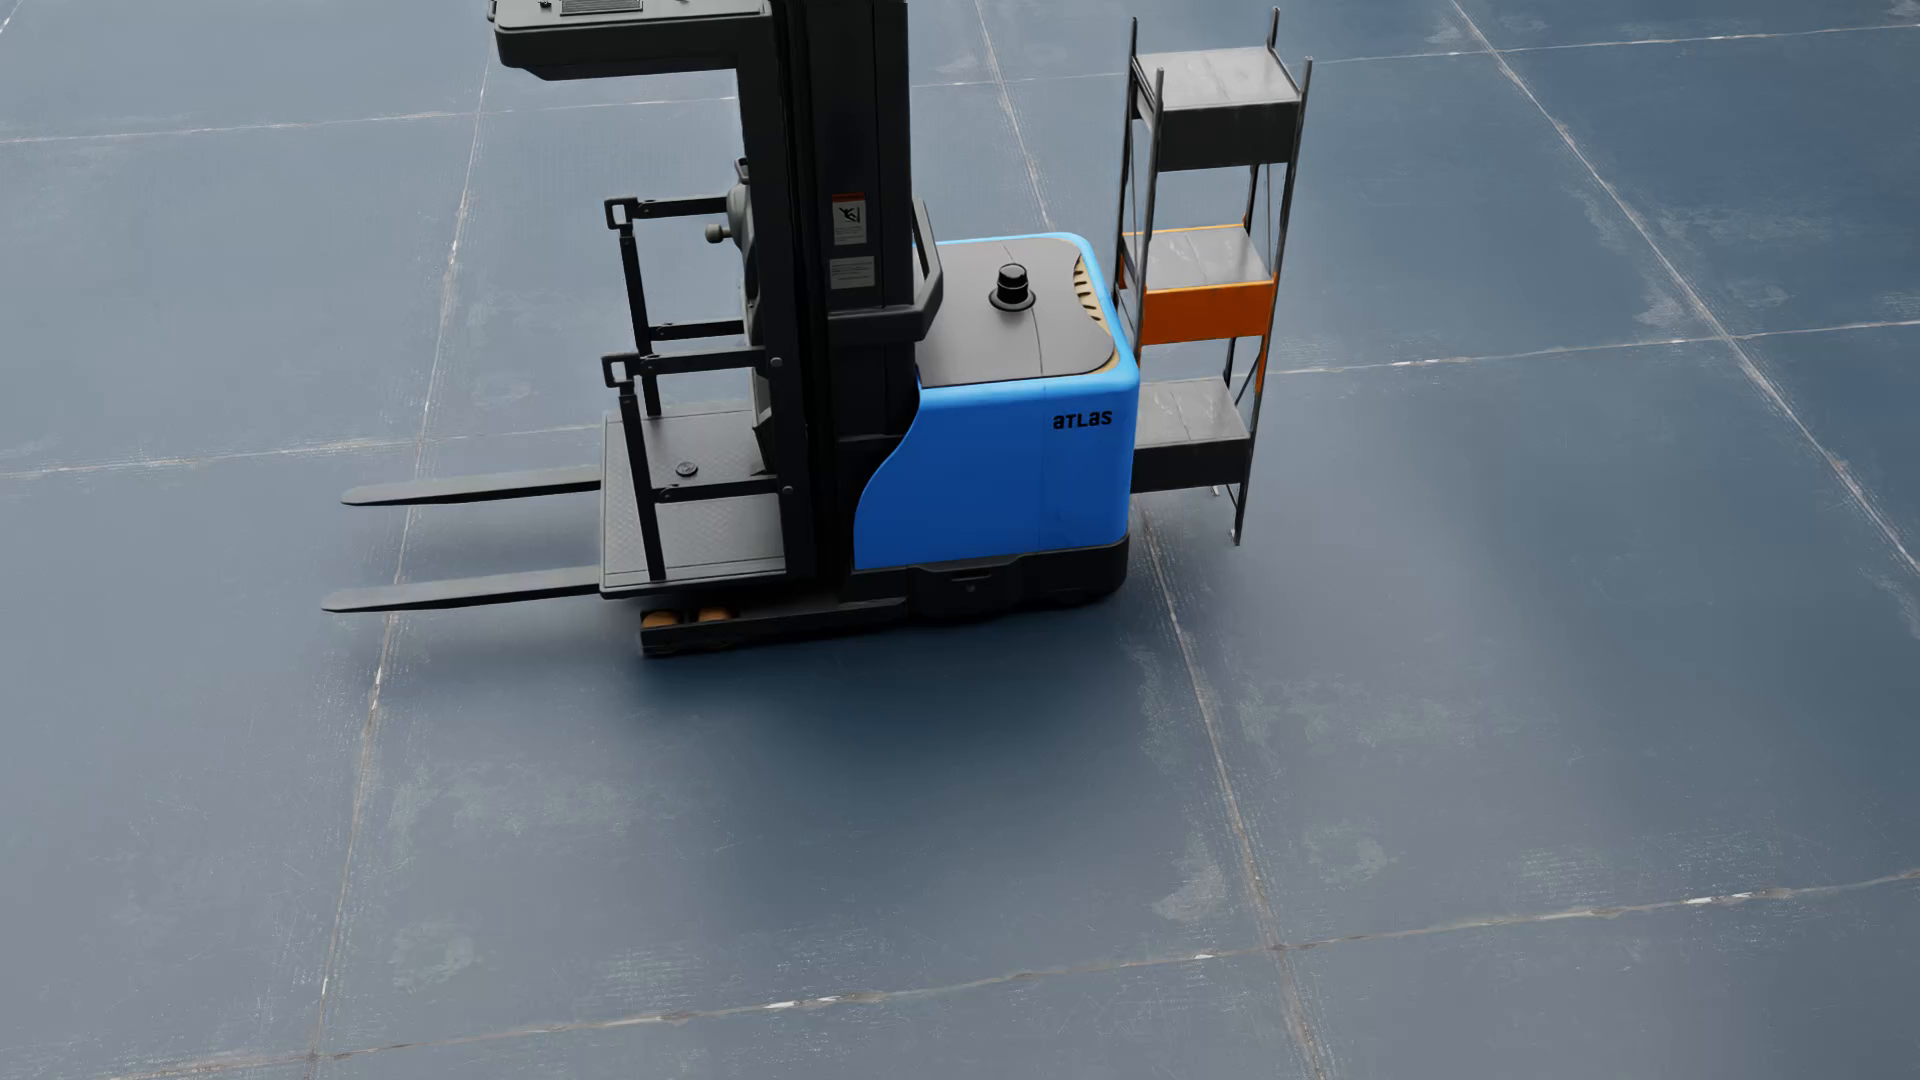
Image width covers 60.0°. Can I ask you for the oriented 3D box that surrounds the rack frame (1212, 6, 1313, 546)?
[{"bbox_3d":[1.093,-0.888,6.167,0.015,2.100,0.400,-6,42,-6],"label":"rack frame"}]

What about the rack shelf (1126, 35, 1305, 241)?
[{"bbox_3d":[0.851,-1.373,5.680,0.480,0.518,0.431,-6,42,-6],"label":"rack shelf"}]

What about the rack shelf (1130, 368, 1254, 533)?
[{"bbox_3d":[0.851,-0.334,6.618,0.480,0.518,0.431,-6,42,-6],"label":"rack shelf"}]

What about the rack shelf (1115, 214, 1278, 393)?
[{"bbox_3d":[0.851,-0.853,6.149,0.480,0.518,0.431,-6,42,-6],"label":"rack shelf"}]

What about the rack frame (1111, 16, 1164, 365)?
[{"bbox_3d":[0.610,-0.839,6.113,0.015,2.100,0.400,-6,42,-6],"label":"rack frame"}]

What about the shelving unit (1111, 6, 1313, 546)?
[{"bbox_3d":[0.851,-0.864,6.140,0.503,2.100,0.431,-6,42,-6],"label":"shelving unit"}]

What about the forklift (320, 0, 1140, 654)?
[{"bbox_3d":[-0.912,-1.039,5.714,3.031,2.935,1.130,-6,42,-6],"label":"forklift"}]
